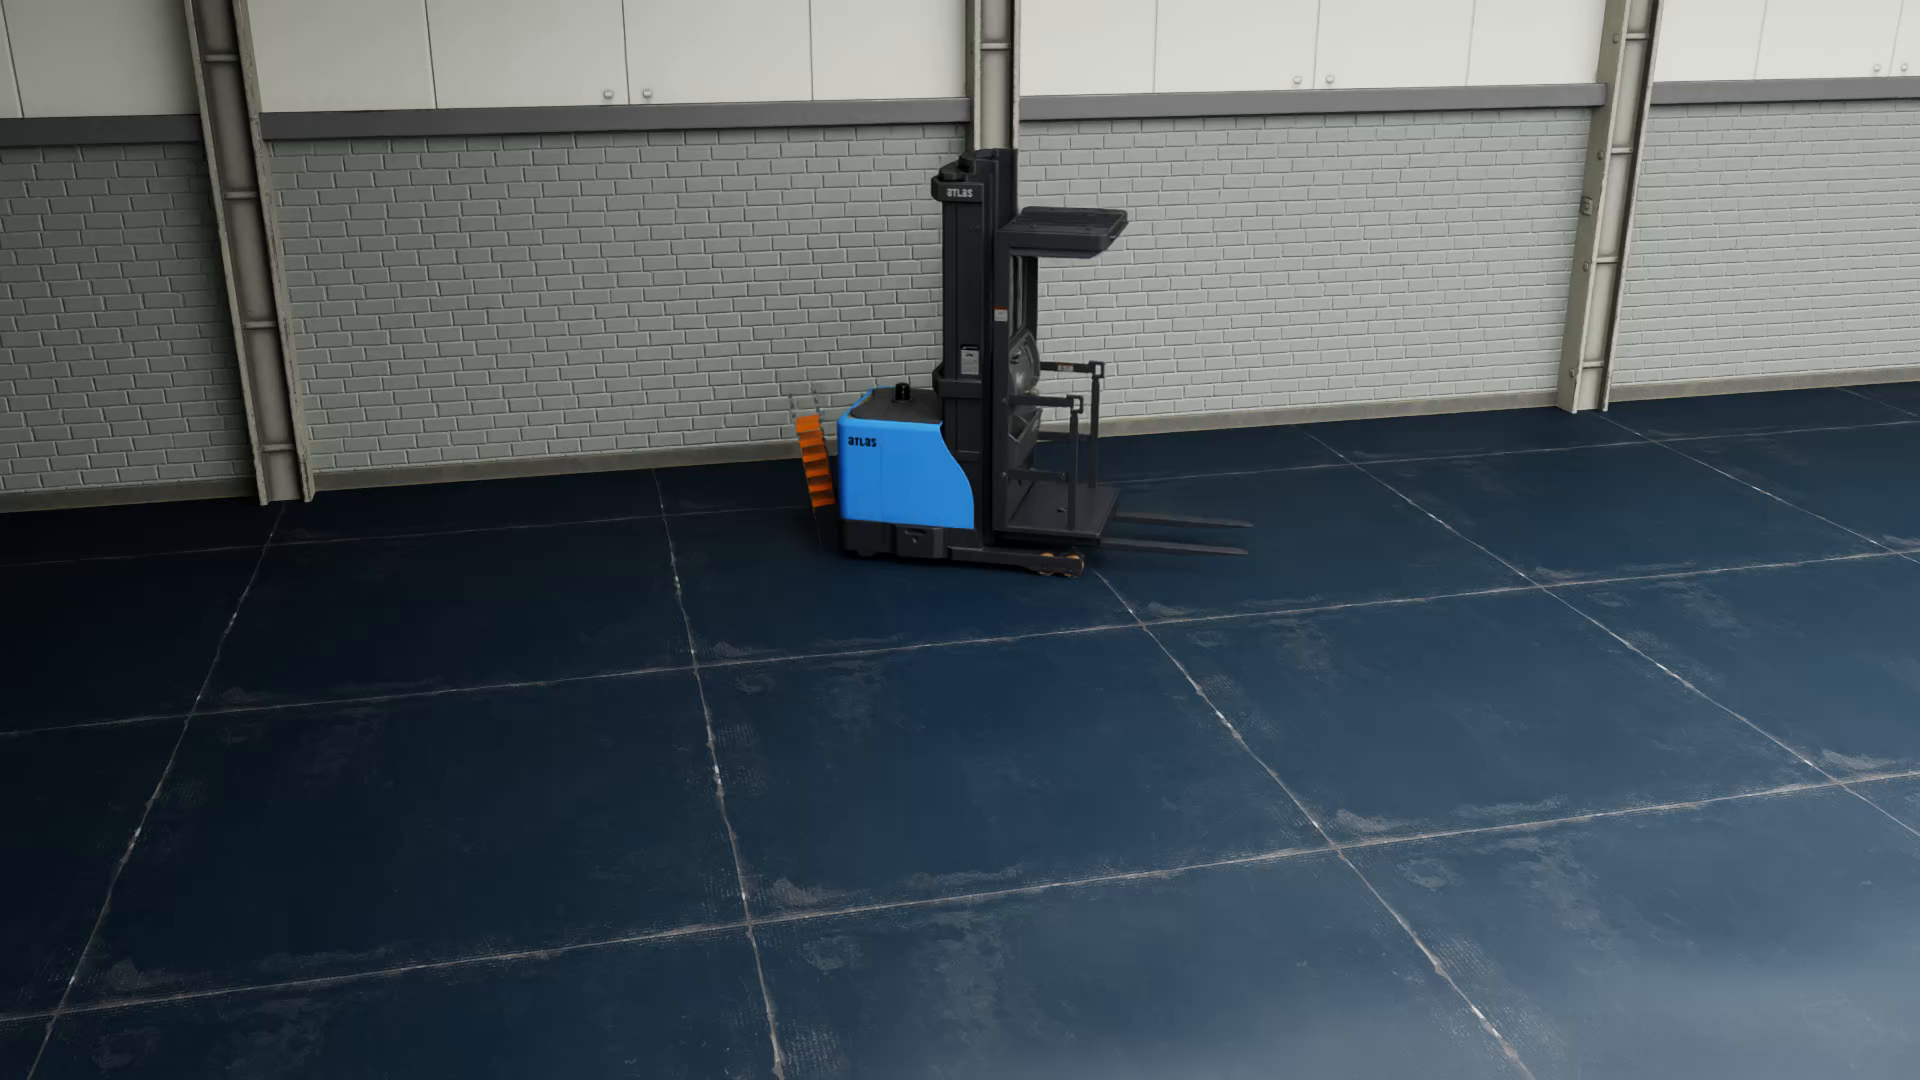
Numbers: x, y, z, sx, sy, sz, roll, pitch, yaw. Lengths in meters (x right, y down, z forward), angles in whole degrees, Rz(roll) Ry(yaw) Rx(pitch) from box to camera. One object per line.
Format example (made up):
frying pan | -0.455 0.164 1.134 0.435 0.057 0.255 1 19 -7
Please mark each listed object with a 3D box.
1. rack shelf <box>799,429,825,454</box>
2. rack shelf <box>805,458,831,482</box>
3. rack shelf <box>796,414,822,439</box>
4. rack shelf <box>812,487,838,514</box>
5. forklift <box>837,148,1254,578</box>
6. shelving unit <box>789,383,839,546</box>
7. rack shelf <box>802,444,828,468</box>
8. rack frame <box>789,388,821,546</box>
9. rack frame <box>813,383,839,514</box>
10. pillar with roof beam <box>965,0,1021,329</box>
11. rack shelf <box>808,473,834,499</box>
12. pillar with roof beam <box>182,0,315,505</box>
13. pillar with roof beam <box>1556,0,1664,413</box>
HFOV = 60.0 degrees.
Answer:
rack shelf | -1.114 -0.746 12.524 0.180 0.103 0.258 -11 21 -1
rack shelf | -1.074 -0.525 12.608 0.180 0.103 0.258 -11 21 -1
rack shelf | -1.134 -0.857 12.482 0.180 0.103 0.258 -11 21 -1
rack shelf | -1.034 -0.304 12.693 0.180 0.103 0.258 -11 21 -1
forklift | 0.657 -1.299 12.099 3.031 2.935 1.130 5 21 12
shelving unit | -1.081 -0.566 12.593 0.189 1.200 0.258 -11 21 -1
rack shelf | -1.094 -0.636 12.566 0.180 0.103 0.258 -11 21 -1
rack frame | -1.171 -0.549 12.591 0.006 1.200 0.240 -11 21 -1
rack frame | -0.991 -0.583 12.594 0.006 1.200 0.240 -11 21 -1
pillar with roof beam | 1.263 -3.611 9.590 0.400 9.000 9.100 -5 21 -12
rack shelf | -1.054 -0.414 12.651 0.180 0.103 0.258 -11 21 -1
pillar with roof beam | -4.576 -3.136 8.293 0.400 9.000 9.100 -5 21 -12
pillar with roof beam | 7.102 -4.086 10.886 0.400 9.000 9.100 -5 21 -12
